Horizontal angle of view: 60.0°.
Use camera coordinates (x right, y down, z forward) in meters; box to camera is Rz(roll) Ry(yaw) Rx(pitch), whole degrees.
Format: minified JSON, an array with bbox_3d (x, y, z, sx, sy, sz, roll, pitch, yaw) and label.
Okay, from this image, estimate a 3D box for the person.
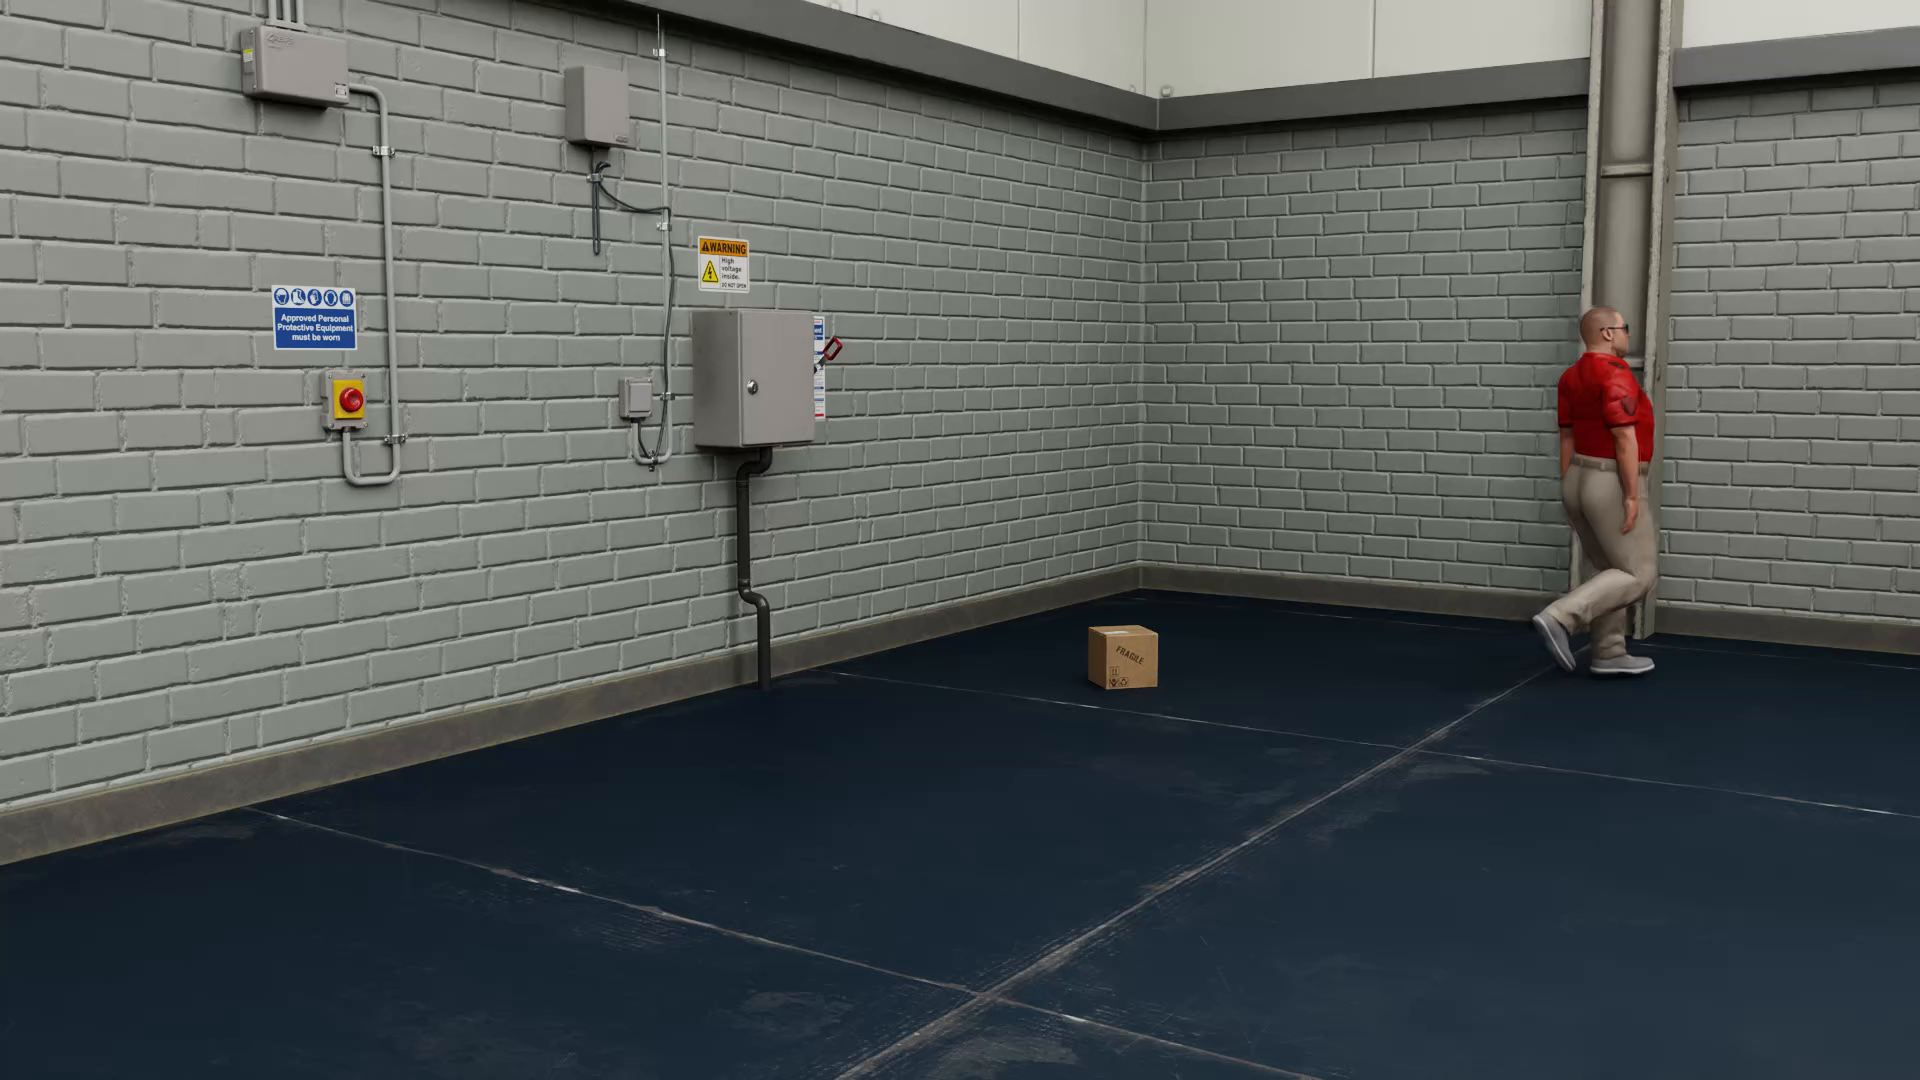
[{"bbox_3d":[2.940,-0.211,7.638,0.717,1.702,0.541,-1,6,-10],"label":"person"}]
